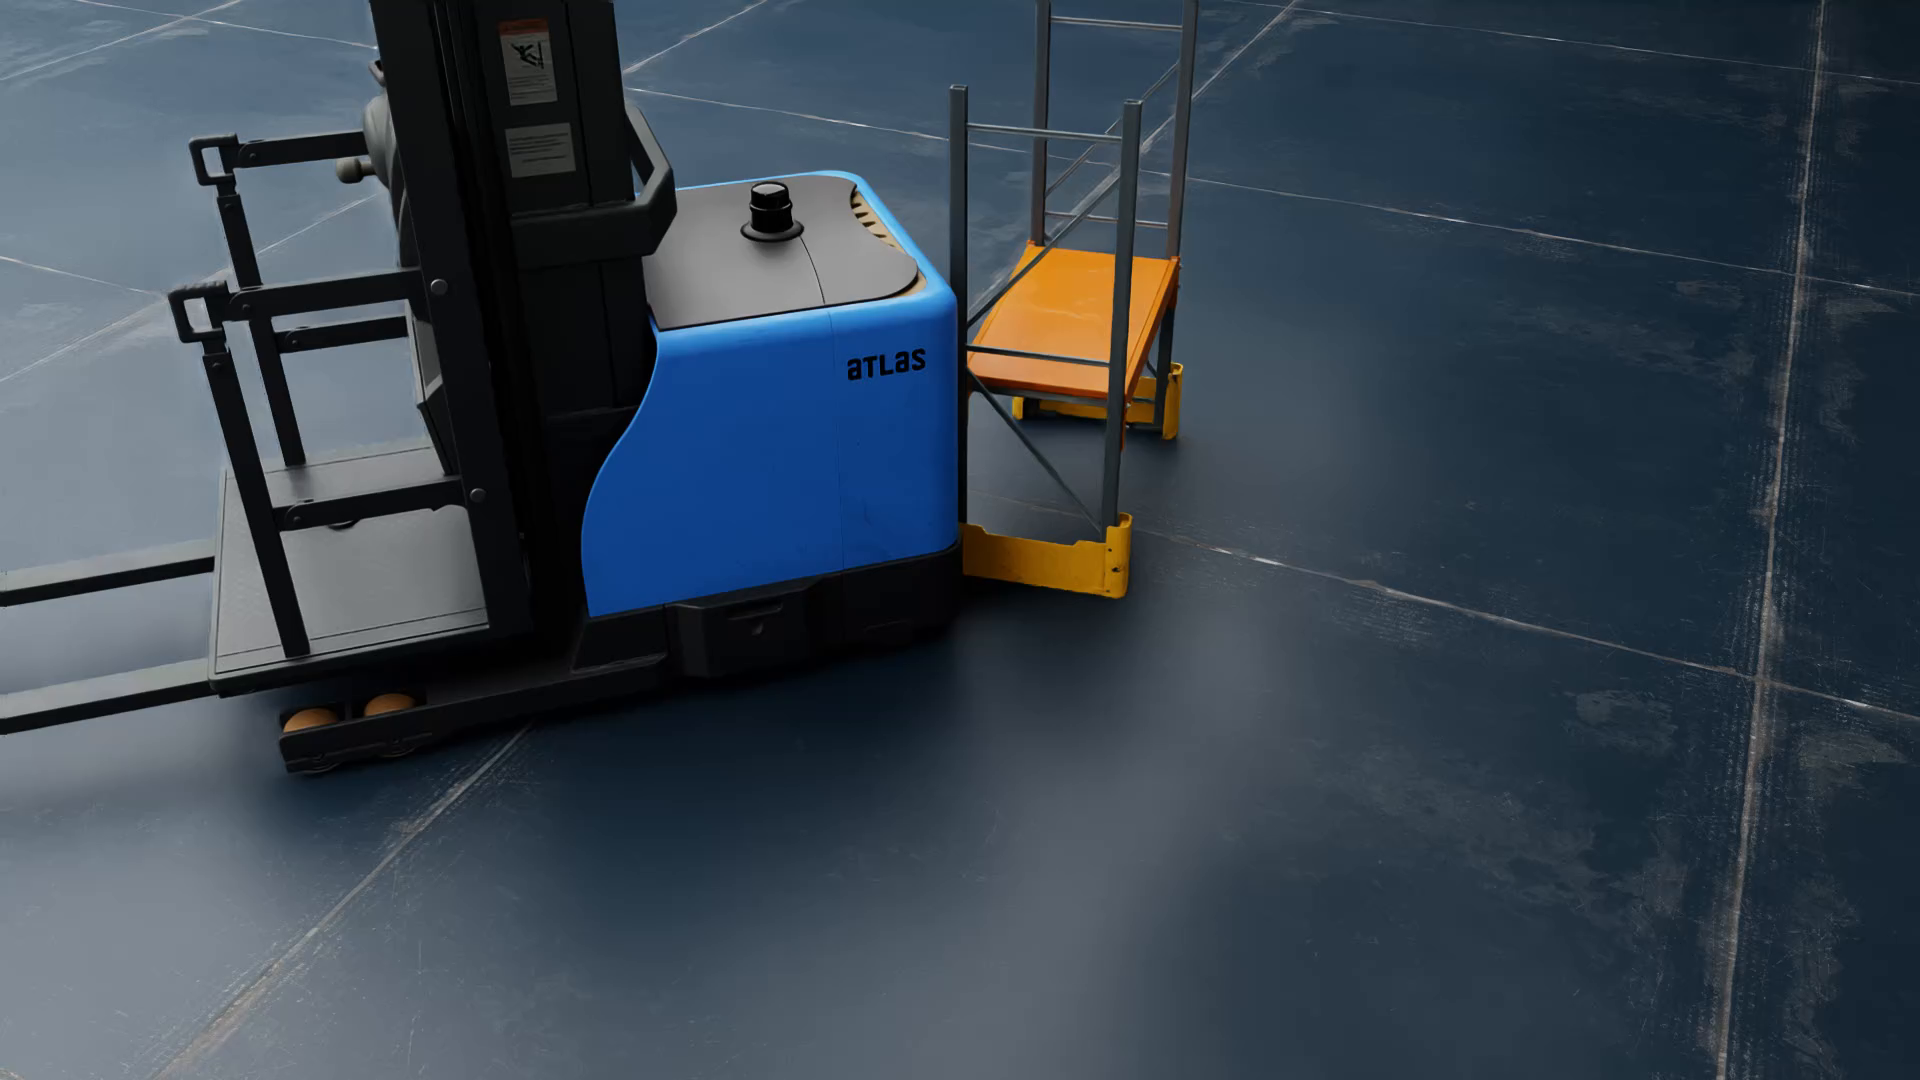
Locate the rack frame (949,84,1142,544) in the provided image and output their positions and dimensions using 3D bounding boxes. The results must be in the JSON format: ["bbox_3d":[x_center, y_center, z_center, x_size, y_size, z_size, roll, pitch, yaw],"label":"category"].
[{"bbox_3d":[0.217,-0.513,4.665,0.500,1.500,0.032,8,34,12],"label":"rack frame"}]

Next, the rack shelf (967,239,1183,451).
[{"bbox_3d":[0.349,-0.632,5.174,0.538,0.185,1.000,8,34,12],"label":"rack shelf"}]

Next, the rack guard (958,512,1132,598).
[{"bbox_3d":[0.217,0.009,5.009,0.587,0.250,0.087,8,34,12],"label":"rack guard"}]

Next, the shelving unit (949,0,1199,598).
[{"bbox_3d":[0.346,-0.778,5.068,0.587,1.500,1.083,8,34,12],"label":"shelving unit"}]

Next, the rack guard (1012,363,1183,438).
[{"bbox_3d":[0.475,-0.519,5.813,0.587,0.250,0.087,8,34,12],"label":"rack guard"}]

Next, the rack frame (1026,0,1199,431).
[{"bbox_3d":[0.480,-1.052,5.486,0.500,1.500,0.032,8,34,12],"label":"rack frame"}]

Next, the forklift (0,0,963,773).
[{"bbox_3d":[-1.566,-0.946,4.020,3.031,2.935,1.130,-11,35,-16],"label":"forklift"}]
